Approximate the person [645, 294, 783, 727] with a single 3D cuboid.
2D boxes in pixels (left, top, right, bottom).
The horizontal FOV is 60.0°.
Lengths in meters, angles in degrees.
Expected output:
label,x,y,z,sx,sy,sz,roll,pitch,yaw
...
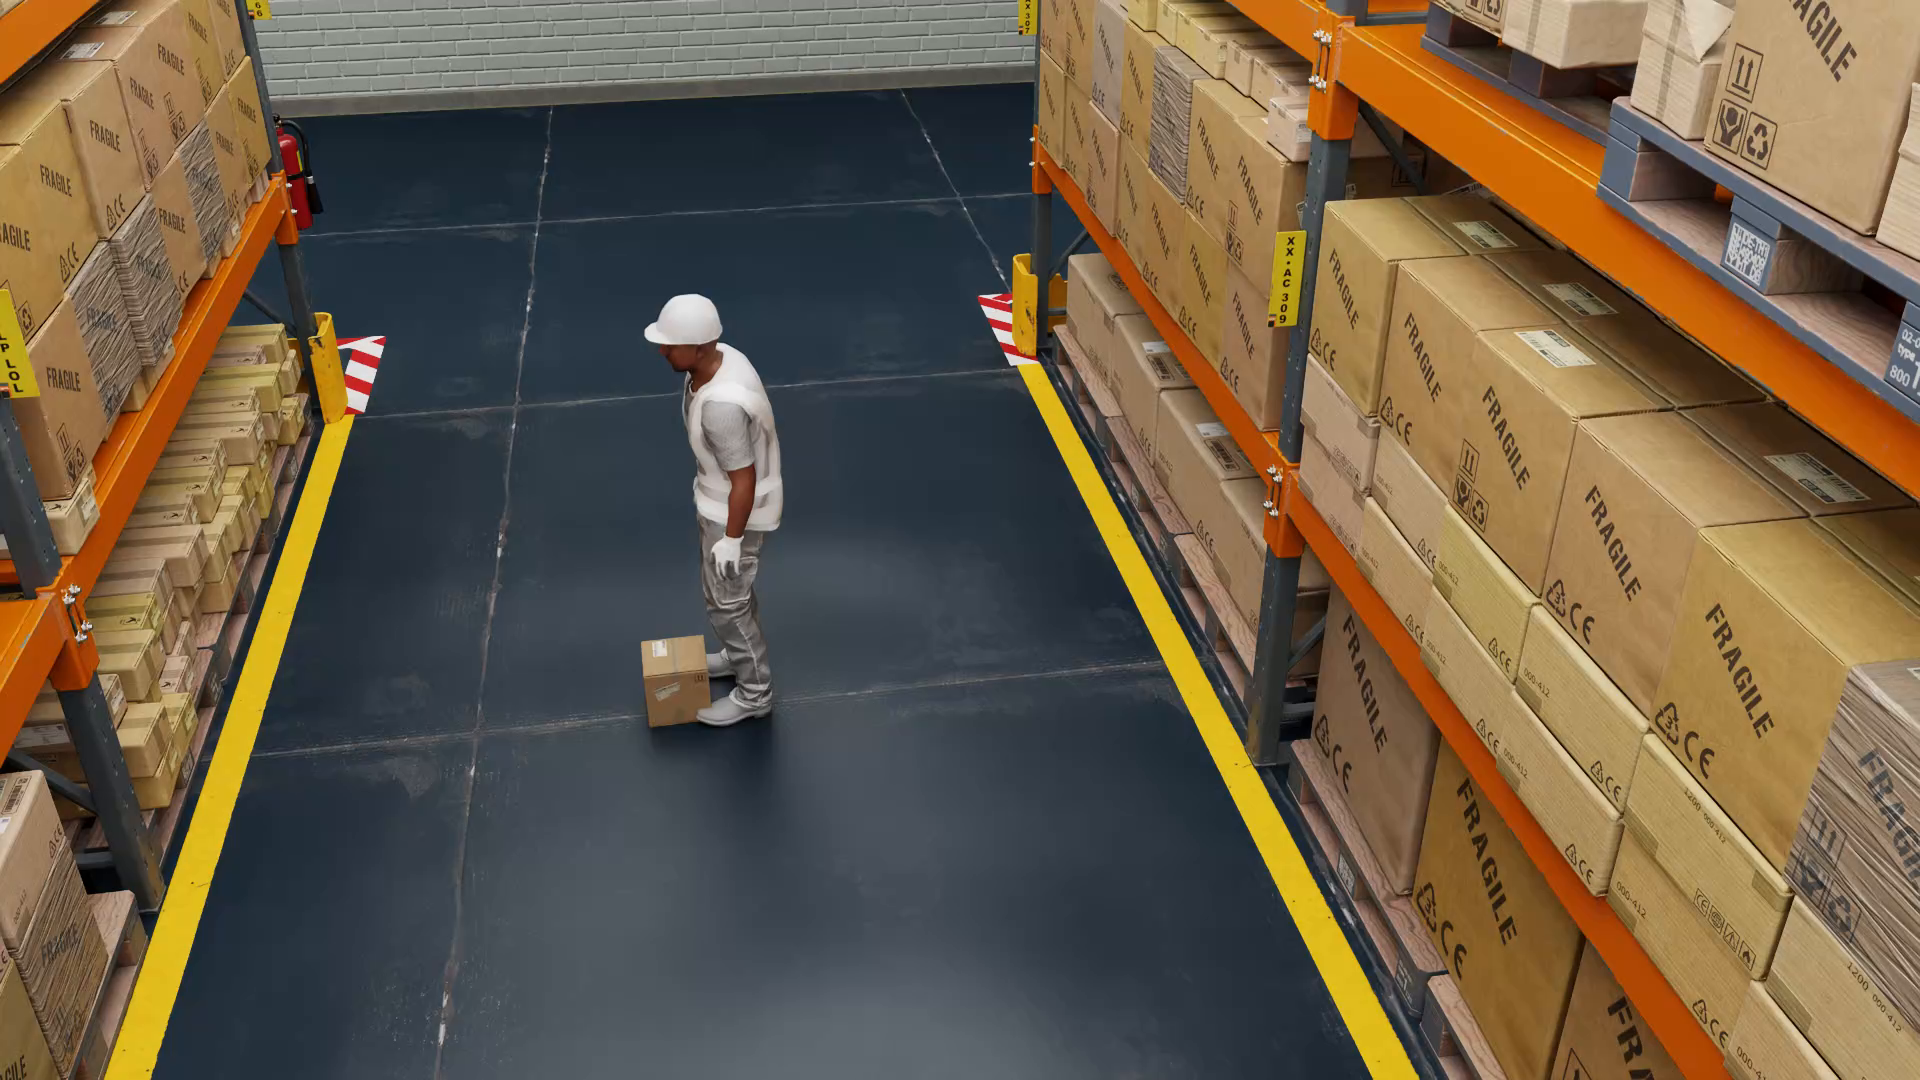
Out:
label,x,y,z,sx,sy,sz,roll,pitch,yaw
person,-0.902,-0.116,6.320,0.449,1.771,0.620,-7,31,-12
